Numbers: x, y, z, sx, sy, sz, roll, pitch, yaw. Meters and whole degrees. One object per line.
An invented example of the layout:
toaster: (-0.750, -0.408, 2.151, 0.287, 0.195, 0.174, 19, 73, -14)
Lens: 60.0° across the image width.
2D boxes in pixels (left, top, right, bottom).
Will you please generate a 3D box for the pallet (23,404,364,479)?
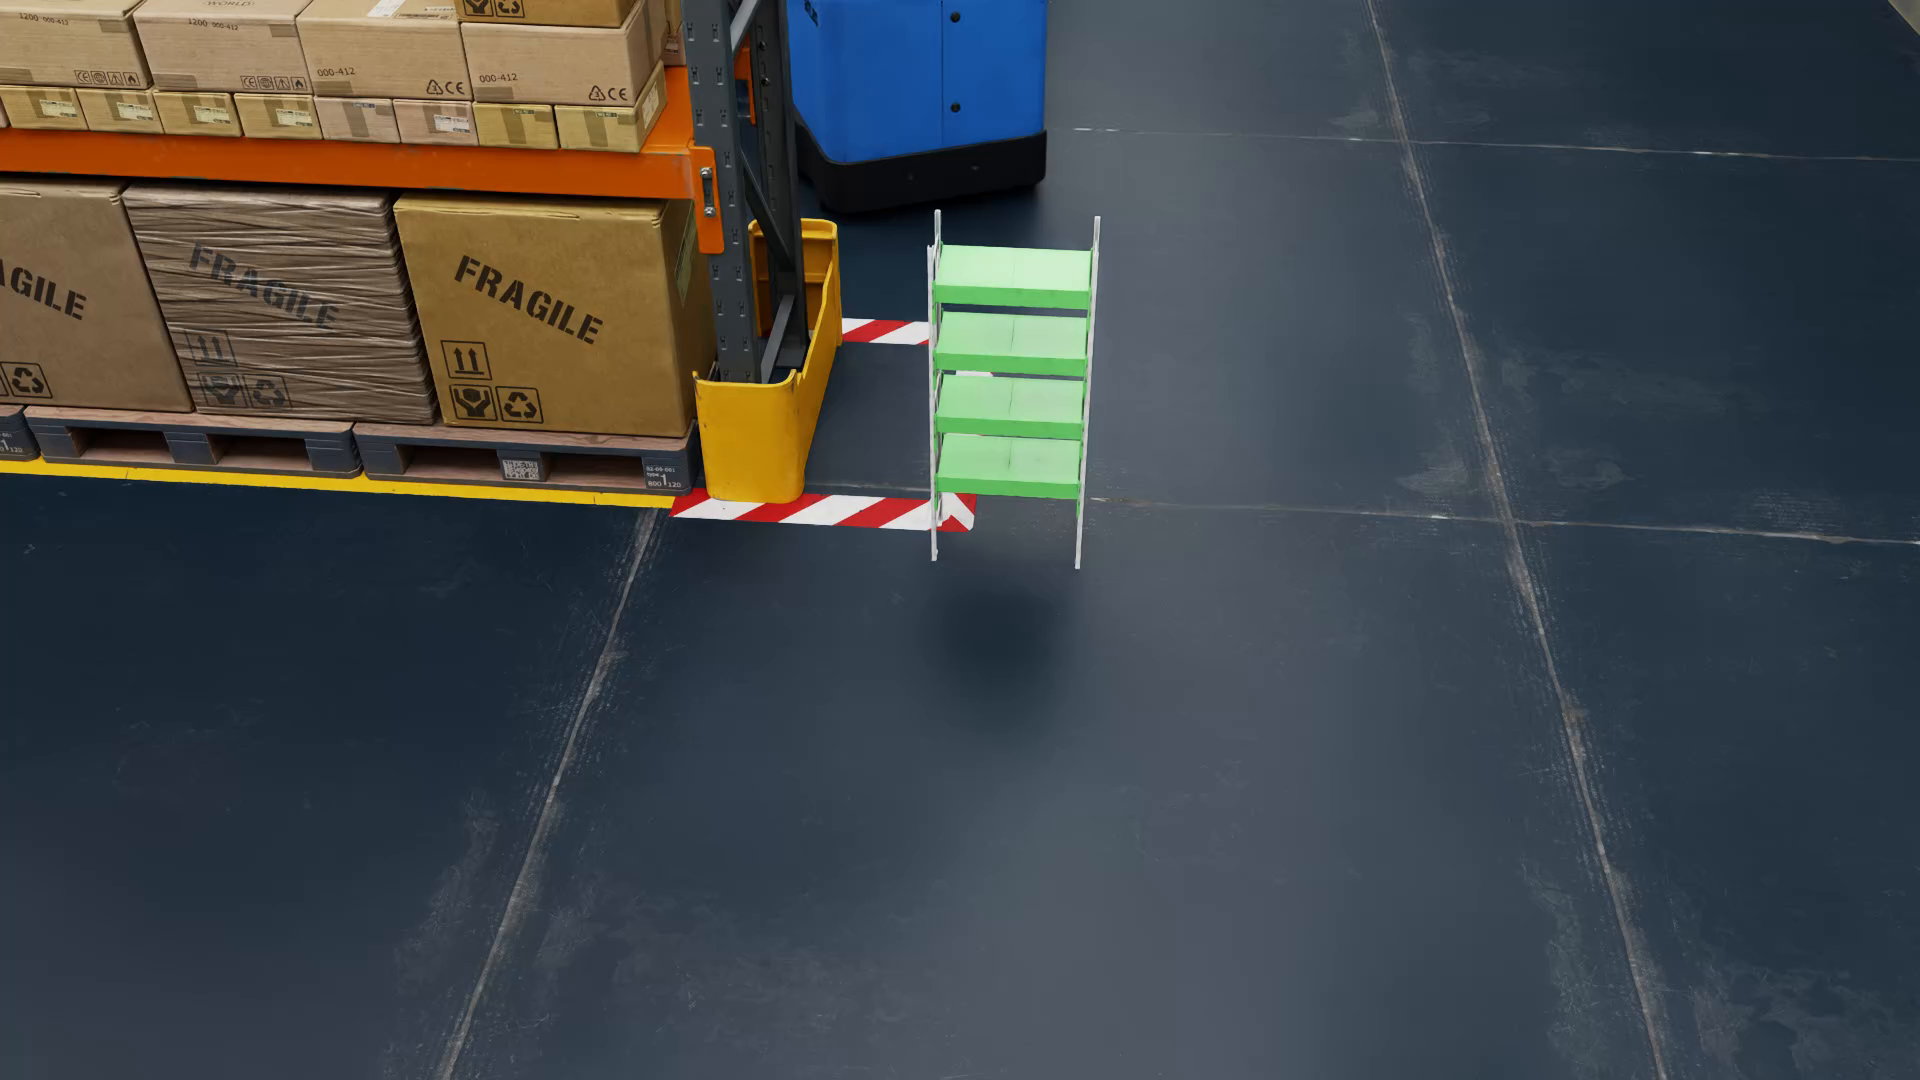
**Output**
pallet: (-2.732, -0.648, 6.378, 1.213, 0.211, 1.003, 3, 39, 4)

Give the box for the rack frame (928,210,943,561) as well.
rack frame: (-0.078, -0.470, 5.376, 0.015, 1.200, 0.240, 3, 39, 4)

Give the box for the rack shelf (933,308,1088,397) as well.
rack shelf: (0.165, -0.593, 5.249, 0.480, 0.148, 0.258, 3, 39, 4)

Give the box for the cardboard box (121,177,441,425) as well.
cardboard box: (-2.268, -1.040, 6.001, 0.875, 0.875, 0.875, 3, 39, 4)

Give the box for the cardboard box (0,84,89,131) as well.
cardboard box: (-2.883, -1.478, 5.389, 0.250, 0.149, 0.380, 2, 39, 3)

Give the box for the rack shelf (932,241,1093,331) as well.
rack shelf: (0.165, -0.779, 5.097, 0.480, 0.148, 0.258, 3, 39, 4)

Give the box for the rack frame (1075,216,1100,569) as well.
rack frame: (0.408, -0.443, 5.344, 0.015, 1.200, 0.240, 3, 39, 4)

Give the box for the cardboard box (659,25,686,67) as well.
cardboard box: (-1.042, -1.796, 5.779, 0.250, 0.149, 0.380, 4, 39, 4)

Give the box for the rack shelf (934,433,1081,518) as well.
rack shelf: (0.165, -0.221, 5.552, 0.480, 0.148, 0.258, 3, 39, 4)

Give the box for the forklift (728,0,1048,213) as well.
forklift: (-0.561, -3.533, 7.769, 1.130, 2.935, 3.031, -12, 41, -15)

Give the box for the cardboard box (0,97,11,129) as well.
cardboard box: (-3.144, -1.492, 5.405, 0.250, 0.149, 0.380, 4, 39, 4)

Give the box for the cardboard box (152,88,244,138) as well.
cardboard box: (-2.376, -1.450, 5.354, 0.250, 0.149, 0.380, 3, 39, 4)

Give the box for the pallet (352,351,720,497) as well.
pallet: (-1.520, -0.579, 6.295, 1.213, 0.211, 1.003, 3, 39, 4)

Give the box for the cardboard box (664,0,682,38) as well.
cardboard box: (-1.172, -1.920, 5.616, 0.500, 0.250, 0.500, 2, 39, 3)

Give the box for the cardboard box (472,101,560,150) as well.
cardboard box: (-1.359, -1.395, 5.286, 0.250, 0.149, 0.380, 4, 39, 4)

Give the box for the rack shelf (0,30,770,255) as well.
rack shelf: (-2.709, -1.497, 5.782, 4.000, 0.370, 1.077, 3, 39, 4)

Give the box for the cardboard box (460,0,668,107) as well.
cardboard box: (-1.222, -1.583, 5.202, 0.500, 0.250, 0.500, 3, 39, 3)

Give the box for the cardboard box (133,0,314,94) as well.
cardboard box: (-2.235, -1.639, 5.271, 0.500, 0.250, 0.500, 2, 39, 2)

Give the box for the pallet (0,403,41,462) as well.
pallet: (-3.951, -0.712, 6.458, 1.213, 0.211, 1.003, 3, 39, 4)

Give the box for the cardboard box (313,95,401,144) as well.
cardboard box: (-1.859, -1.423, 5.321, 0.250, 0.149, 0.380, 4, 39, 5)

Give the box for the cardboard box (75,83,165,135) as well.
cardboard box: (-2.623, -1.465, 5.373, 0.250, 0.149, 0.380, 4, 39, 5)

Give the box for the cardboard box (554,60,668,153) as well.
cardboard box: (-1.100, -1.382, 5.270, 0.250, 0.149, 0.380, 4, 39, 5)

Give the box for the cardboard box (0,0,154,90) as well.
cardboard box: (-2.754, -1.665, 5.302, 0.500, 0.250, 0.500, 3, 39, 4)

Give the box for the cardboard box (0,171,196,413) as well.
cardboard box: (-3.154, -1.088, 6.061, 0.875, 0.875, 0.875, 3, 39, 4)

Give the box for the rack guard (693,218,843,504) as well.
rack guard: (-0.693, -0.696, 6.209, 0.348, 0.500, 1.175, 3, 39, 4)

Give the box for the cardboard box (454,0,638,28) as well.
cardboard box: (-1.225, -1.876, 4.968, 0.500, 0.500, 0.500, 4, 39, 4)

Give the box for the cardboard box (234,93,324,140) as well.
cardboard box: (-2.118, -1.436, 5.337, 0.250, 0.149, 0.380, 2, 39, 3)

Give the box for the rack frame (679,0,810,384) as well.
rack frame: (-0.717, -1.667, 5.421, 0.127, 3.000, 1.000, 3, 39, 4)

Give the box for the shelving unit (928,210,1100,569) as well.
shelving unit: (0.165, -0.456, 5.360, 0.503, 1.200, 0.258, 3, 39, 4)

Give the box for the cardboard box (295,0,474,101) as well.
cardboard box: (-1.728, -1.611, 5.237, 0.500, 0.250, 0.500, 2, 39, 3)

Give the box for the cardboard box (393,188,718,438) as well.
cardboard box: (-1.361, -0.990, 5.941, 0.875, 0.875, 0.875, 3, 39, 4)

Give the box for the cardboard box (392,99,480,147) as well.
cardboard box: (-1.610, -1.409, 5.304, 0.250, 0.149, 0.380, 3, 39, 4)

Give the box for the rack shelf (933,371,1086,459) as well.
rack shelf: (0.165, -0.407, 5.400, 0.480, 0.148, 0.258, 3, 39, 4)
